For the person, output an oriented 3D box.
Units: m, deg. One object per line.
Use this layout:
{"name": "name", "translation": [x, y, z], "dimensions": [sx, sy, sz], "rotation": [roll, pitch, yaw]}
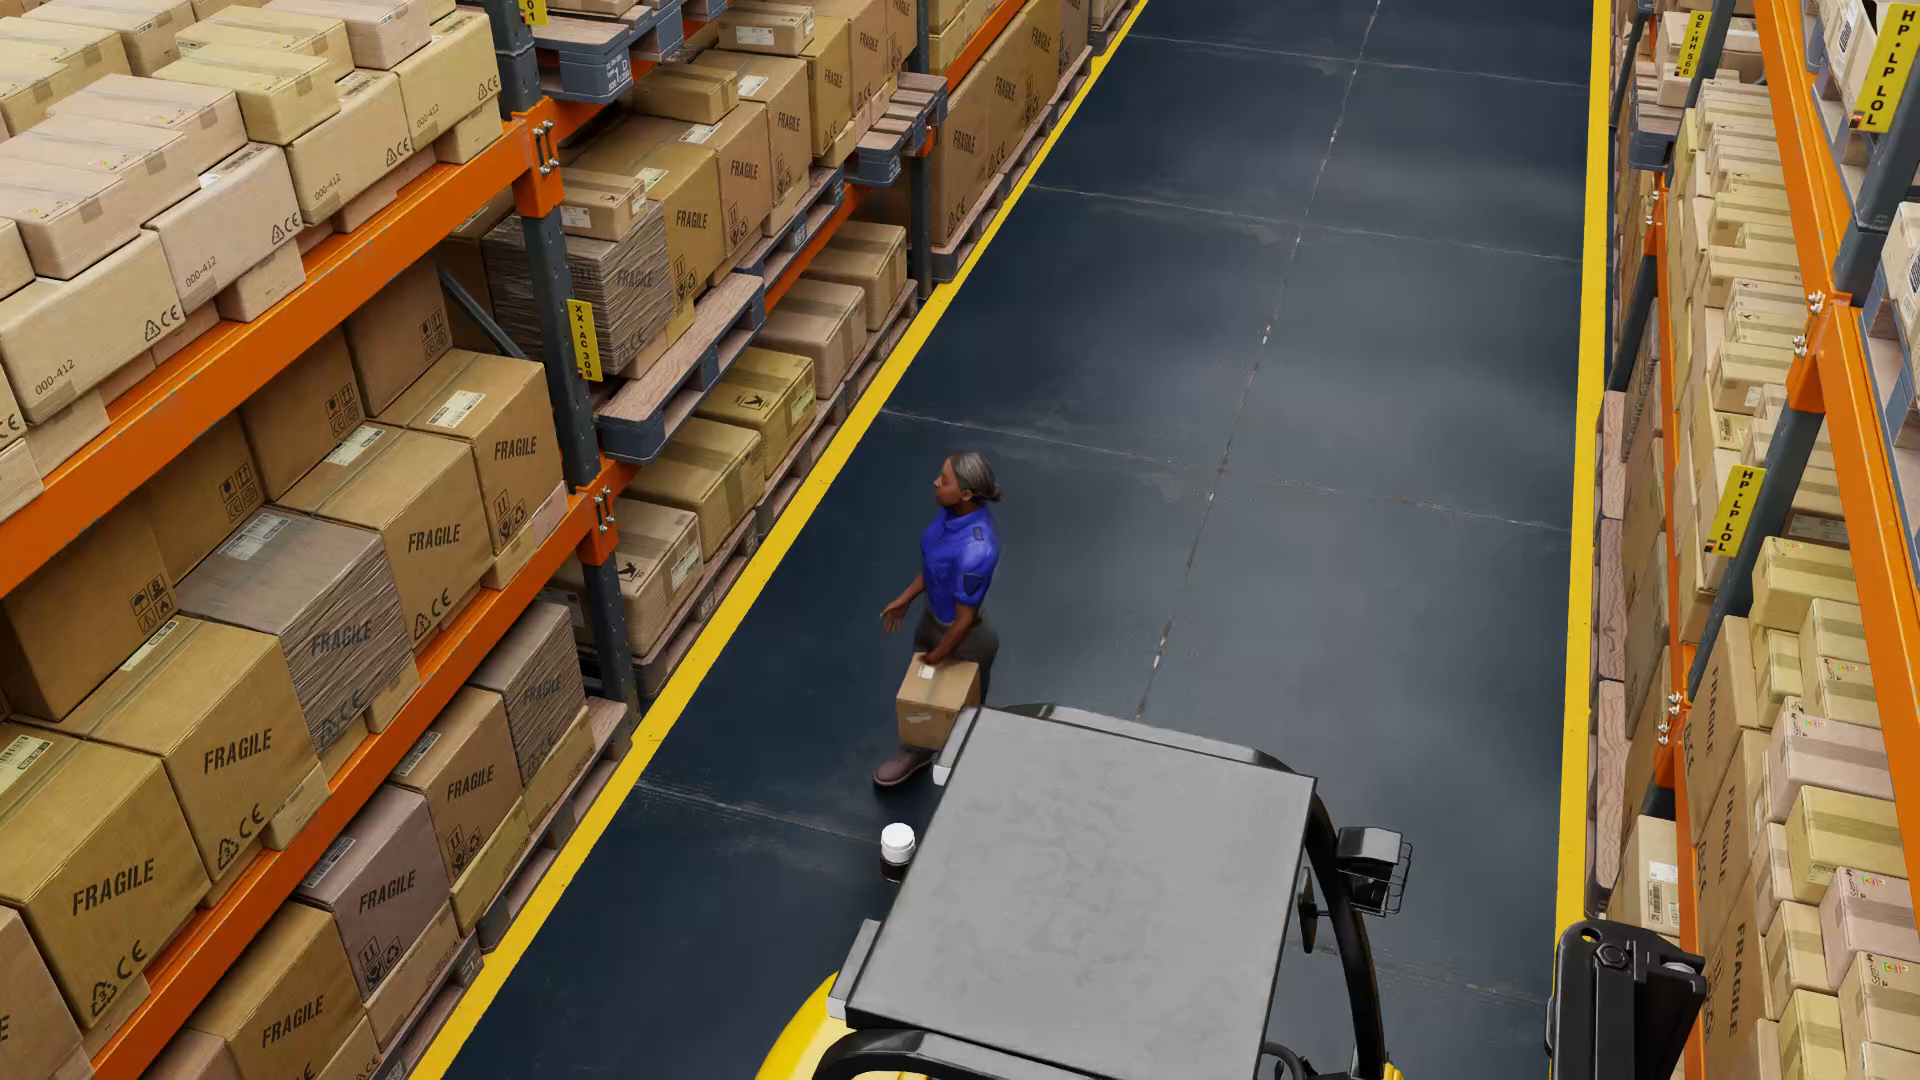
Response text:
{"name": "person", "translation": [-0.084, 0.384, 6.372], "dimensions": [0.497, 1.658, 0.480], "rotation": [-9, 38, -12]}
